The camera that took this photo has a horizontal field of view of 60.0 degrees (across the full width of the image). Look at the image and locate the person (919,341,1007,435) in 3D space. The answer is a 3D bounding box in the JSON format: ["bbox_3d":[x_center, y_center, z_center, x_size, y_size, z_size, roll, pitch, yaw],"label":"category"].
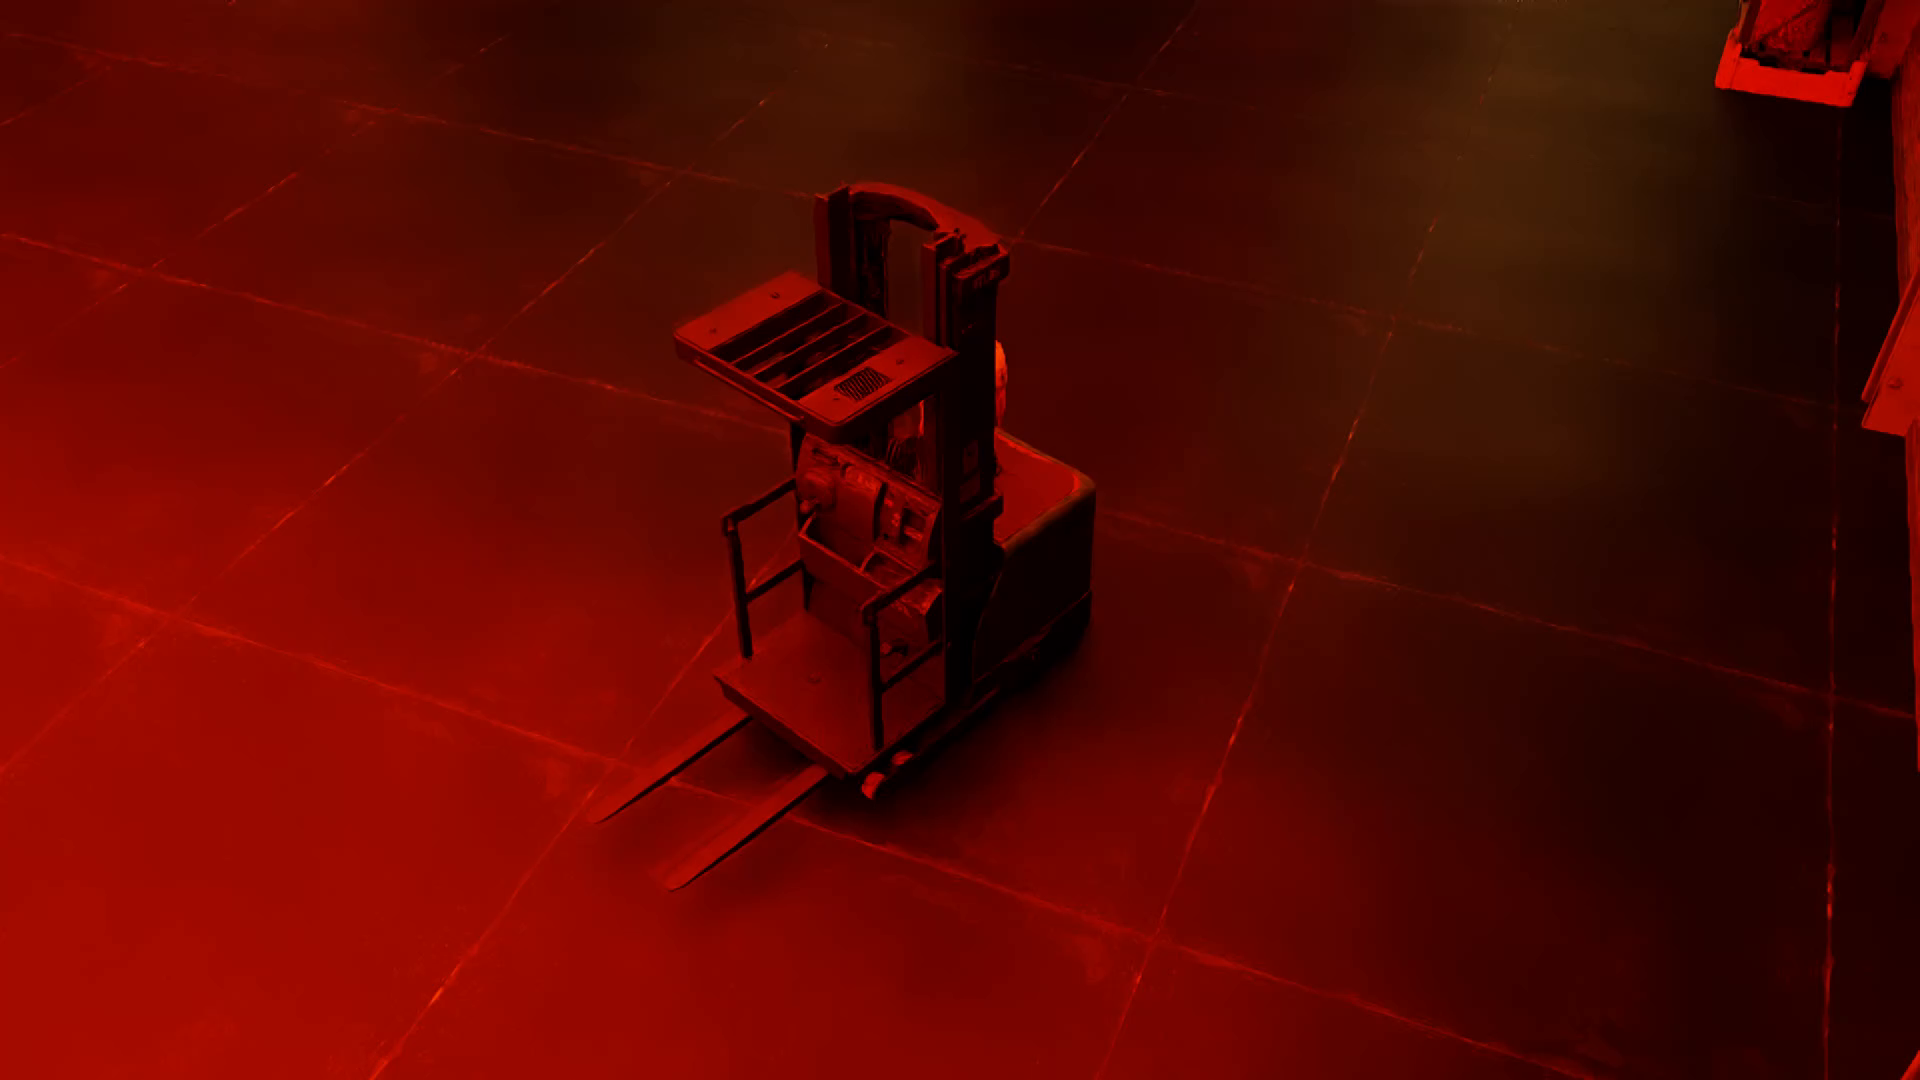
[{"bbox_3d":[-0.005,-0.667,9.712,0.523,1.768,0.396,15,42,17],"label":"person"}]

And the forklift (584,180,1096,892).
[{"bbox_3d":[-0.609,-0.137,8.170,1.130,2.935,3.031,30,49,31],"label":"forklift"}]
